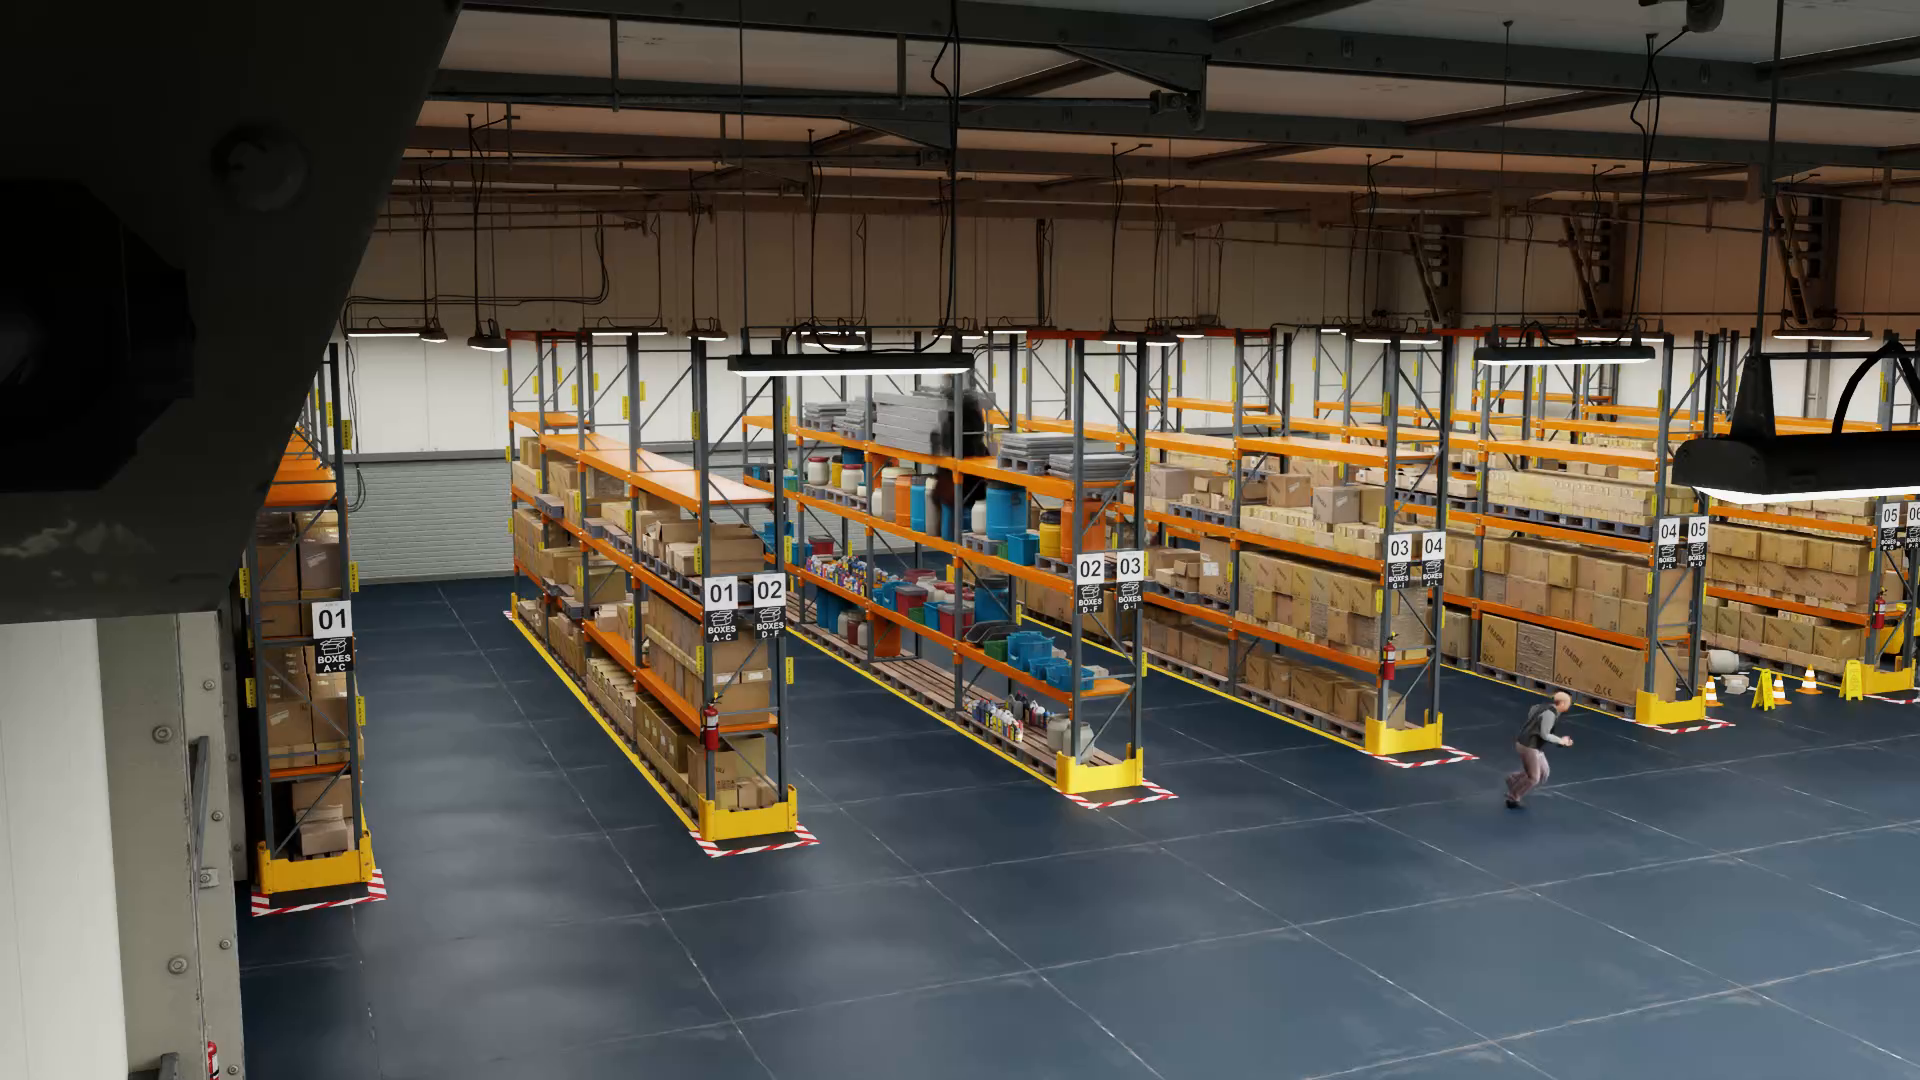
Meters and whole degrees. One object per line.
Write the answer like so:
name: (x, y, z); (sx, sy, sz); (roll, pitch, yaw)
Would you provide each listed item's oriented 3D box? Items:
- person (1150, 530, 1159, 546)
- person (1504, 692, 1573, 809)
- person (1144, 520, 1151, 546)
person: (4.830, -0.147, 41.792); (0.513, 1.613, 0.635); (1, 8, 9)
person: (7.438, 2.681, 21.367); (0.810, 1.541, 0.683); (3, 8, 18)
person: (4.143, 0.339, 38.093); (0.553, 1.647, 0.875); (-4, 9, -26)
